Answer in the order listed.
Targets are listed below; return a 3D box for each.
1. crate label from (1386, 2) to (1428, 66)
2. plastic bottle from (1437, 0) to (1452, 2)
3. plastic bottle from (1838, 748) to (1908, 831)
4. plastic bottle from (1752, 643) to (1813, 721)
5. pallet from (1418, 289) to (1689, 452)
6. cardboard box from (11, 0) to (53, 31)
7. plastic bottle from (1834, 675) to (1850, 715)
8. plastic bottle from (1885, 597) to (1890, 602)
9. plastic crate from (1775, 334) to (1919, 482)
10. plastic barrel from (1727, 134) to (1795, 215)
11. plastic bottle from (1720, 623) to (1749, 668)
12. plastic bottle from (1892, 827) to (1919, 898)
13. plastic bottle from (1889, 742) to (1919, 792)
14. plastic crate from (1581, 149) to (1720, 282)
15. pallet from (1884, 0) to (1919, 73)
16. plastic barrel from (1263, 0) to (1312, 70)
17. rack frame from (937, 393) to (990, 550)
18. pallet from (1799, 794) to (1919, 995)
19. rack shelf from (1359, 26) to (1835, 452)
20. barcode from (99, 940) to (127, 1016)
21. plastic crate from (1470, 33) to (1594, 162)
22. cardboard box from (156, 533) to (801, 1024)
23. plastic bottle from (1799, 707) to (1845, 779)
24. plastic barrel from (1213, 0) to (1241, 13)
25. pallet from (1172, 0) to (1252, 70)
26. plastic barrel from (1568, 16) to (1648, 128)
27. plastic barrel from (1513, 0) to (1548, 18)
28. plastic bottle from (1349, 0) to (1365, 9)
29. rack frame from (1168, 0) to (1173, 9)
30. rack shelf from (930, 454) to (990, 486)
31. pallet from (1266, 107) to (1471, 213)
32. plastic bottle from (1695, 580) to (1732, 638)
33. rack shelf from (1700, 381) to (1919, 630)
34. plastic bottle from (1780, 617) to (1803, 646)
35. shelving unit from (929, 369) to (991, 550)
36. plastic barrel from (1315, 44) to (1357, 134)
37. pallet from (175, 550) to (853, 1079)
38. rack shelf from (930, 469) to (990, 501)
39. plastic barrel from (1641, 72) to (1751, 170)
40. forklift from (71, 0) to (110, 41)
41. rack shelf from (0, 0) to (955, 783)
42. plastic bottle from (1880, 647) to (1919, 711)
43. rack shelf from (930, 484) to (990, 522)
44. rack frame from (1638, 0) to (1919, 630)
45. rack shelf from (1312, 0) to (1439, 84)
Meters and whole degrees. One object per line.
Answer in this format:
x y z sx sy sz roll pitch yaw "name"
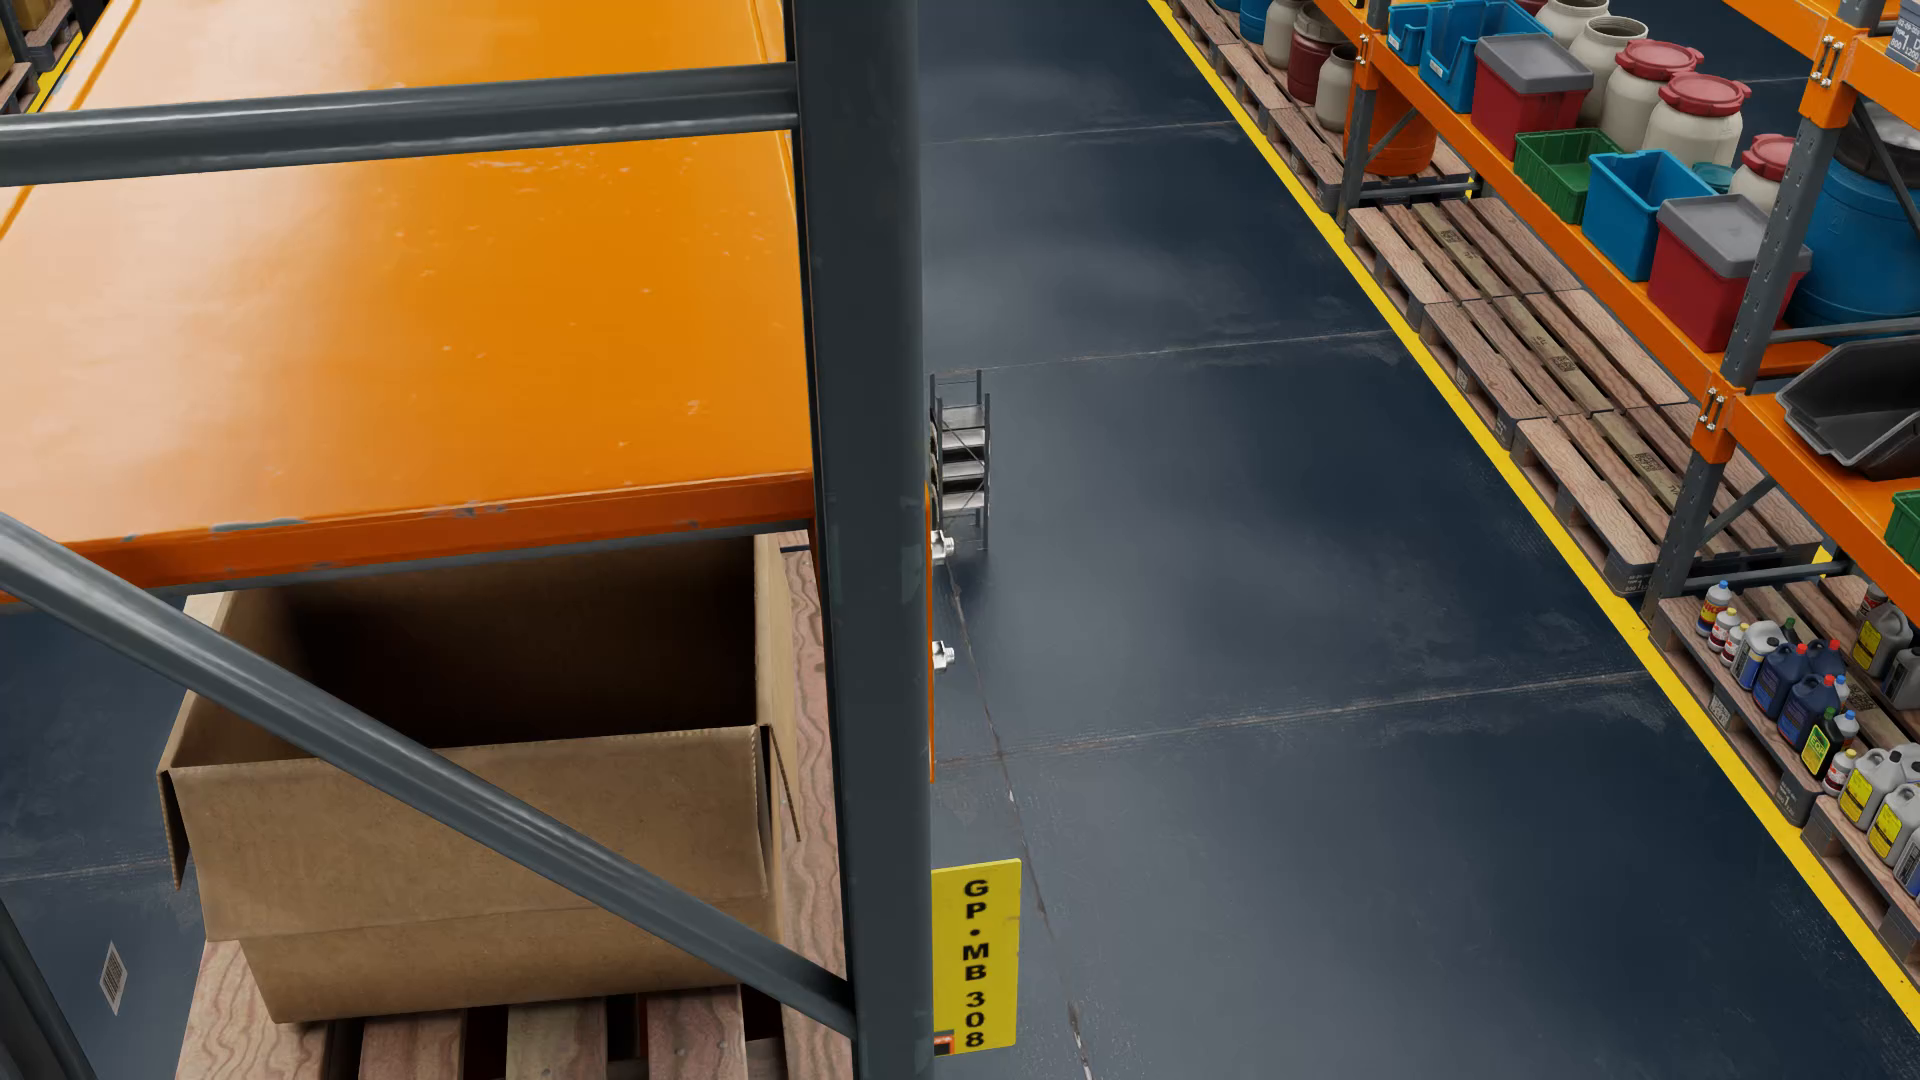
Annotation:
2.648 -2.909 9.586 0.303 0.233 0.416 -6 38 -8 "crate label"
3.036 -3.501 10.312 0.152 0.276 0.135 -6 38 -8 "plastic bottle"
3.485 0.921 6.320 0.144 0.351 0.185 -7 38 -8 "plastic bottle"
3.378 0.551 6.797 0.144 0.351 0.185 -5 38 -7 "plastic bottle"
3.252 -0.961 9.215 1.003 0.211 1.213 -6 38 -8 "pallet"
-7.542 -4.262 12.886 0.700 0.500 0.500 -6 38 -7 "cardboard box"
3.522 0.656 6.725 0.097 0.271 0.097 0 38 0 "plastic bottle"
4.054 0.300 7.174 0.061 0.283 0.133 -4 38 -6 "plastic bottle"
3.611 -0.500 6.399 0.767 0.338 0.504 -6 38 -8 "plastic crate"
3.693 -1.509 7.537 0.433 0.535 0.433 0 38 0 "plastic barrel"
3.305 0.440 7.061 0.097 0.201 0.097 0 38 0 "plastic bottle"
3.551 1.163 6.070 0.152 0.276 0.135 -7 38 -9 "plastic bottle"
3.627 0.920 6.383 0.152 0.276 0.135 -6 38 -8 "plastic bottle"
3.145 -1.480 7.624 0.392 0.384 0.575 -6 38 -8 "plastic crate"
3.867 -1.539 5.394 1.213 0.211 1.003 -6 38 -8 "pallet"
2.456 -3.761 12.231 0.421 0.512 0.421 0 38 0 "plastic barrel"
0.016 -0.299 7.801 0.240 0.900 0.006 -6 38 -8 "rack frame"
3.939 1.396 6.181 1.003 0.211 1.213 -6 38 -8 "pallet"
3.294 -1.778 8.580 1.077 0.370 4.000 -6 38 -8 "rack shelf"
-1.059 0.548 2.081 0.001 0.075 0.075 -6 38 -8 "barcode"
2.926 -2.286 8.596 0.402 0.464 0.583 -6 38 -8 "plastic crate"
-0.628 0.299 2.335 0.797 0.503 0.637 -4 38 -5 "cardboard box"
3.399 0.795 6.537 0.061 0.283 0.133 -5 38 -6 "plastic bottle"
2.321 -4.693 13.113 0.600 0.901 0.708 -6 38 -8 "plastic barrel"
2.336 -4.114 13.274 1.003 0.211 1.213 -6 38 -8 "pallet"
3.408 -2.461 8.782 0.421 0.512 0.421 0 38 0 "plastic barrel"
3.323 -3.076 9.553 0.600 0.536 0.708 -6 38 -8 "plastic barrel"
2.453 -3.422 10.205 0.061 0.283 0.133 -6 38 -8 "plastic bottle"
2.242 -5.686 13.024 1.000 3.000 0.127 -6 38 -8 "rack frame"
-0.001 -0.334 7.901 0.258 0.077 0.200 -6 38 -8 "rack shelf"
2.764 -2.640 11.377 1.003 0.211 1.213 -6 38 -8 "pallet"
3.269 0.289 7.198 0.097 0.271 0.097 0 38 0 "plastic bottle"
3.995 0.638 5.470 1.077 0.370 4.000 -6 38 -8 "rack shelf"
3.457 0.465 6.962 0.061 0.283 0.133 -6 38 -8 "plastic bottle"
-0.001 -0.360 7.880 0.258 0.900 0.210 -6 38 -8 "shelving unit"
2.654 -3.078 11.353 0.421 0.512 0.421 0 38 0 "plastic barrel"
-0.630 0.513 2.672 1.003 0.211 1.213 -6 38 -8 "pallet"
-0.001 -0.263 7.956 0.258 0.077 0.200 -6 38 -8 "rack shelf"
3.564 -1.952 8.107 0.433 0.535 0.433 0 38 0 "plastic barrel"
-3.608 -2.066 8.421 1.130 2.935 3.031 -10 39 -13 "forklift"
-0.882 -1.043 3.069 1.077 0.370 4.000 -6 38 -8 "rack shelf"
3.934 0.553 6.855 0.152 0.276 0.135 -6 38 -8 "plastic bottle"
-0.001 -0.192 8.011 0.258 0.077 0.200 -6 38 -8 "rack shelf"
3.645 -0.854 6.804 1.000 3.000 0.127 -6 38 -8 "rack frame"
2.593 -4.194 11.690 1.077 0.370 4.000 -6 38 -8 "rack shelf"
